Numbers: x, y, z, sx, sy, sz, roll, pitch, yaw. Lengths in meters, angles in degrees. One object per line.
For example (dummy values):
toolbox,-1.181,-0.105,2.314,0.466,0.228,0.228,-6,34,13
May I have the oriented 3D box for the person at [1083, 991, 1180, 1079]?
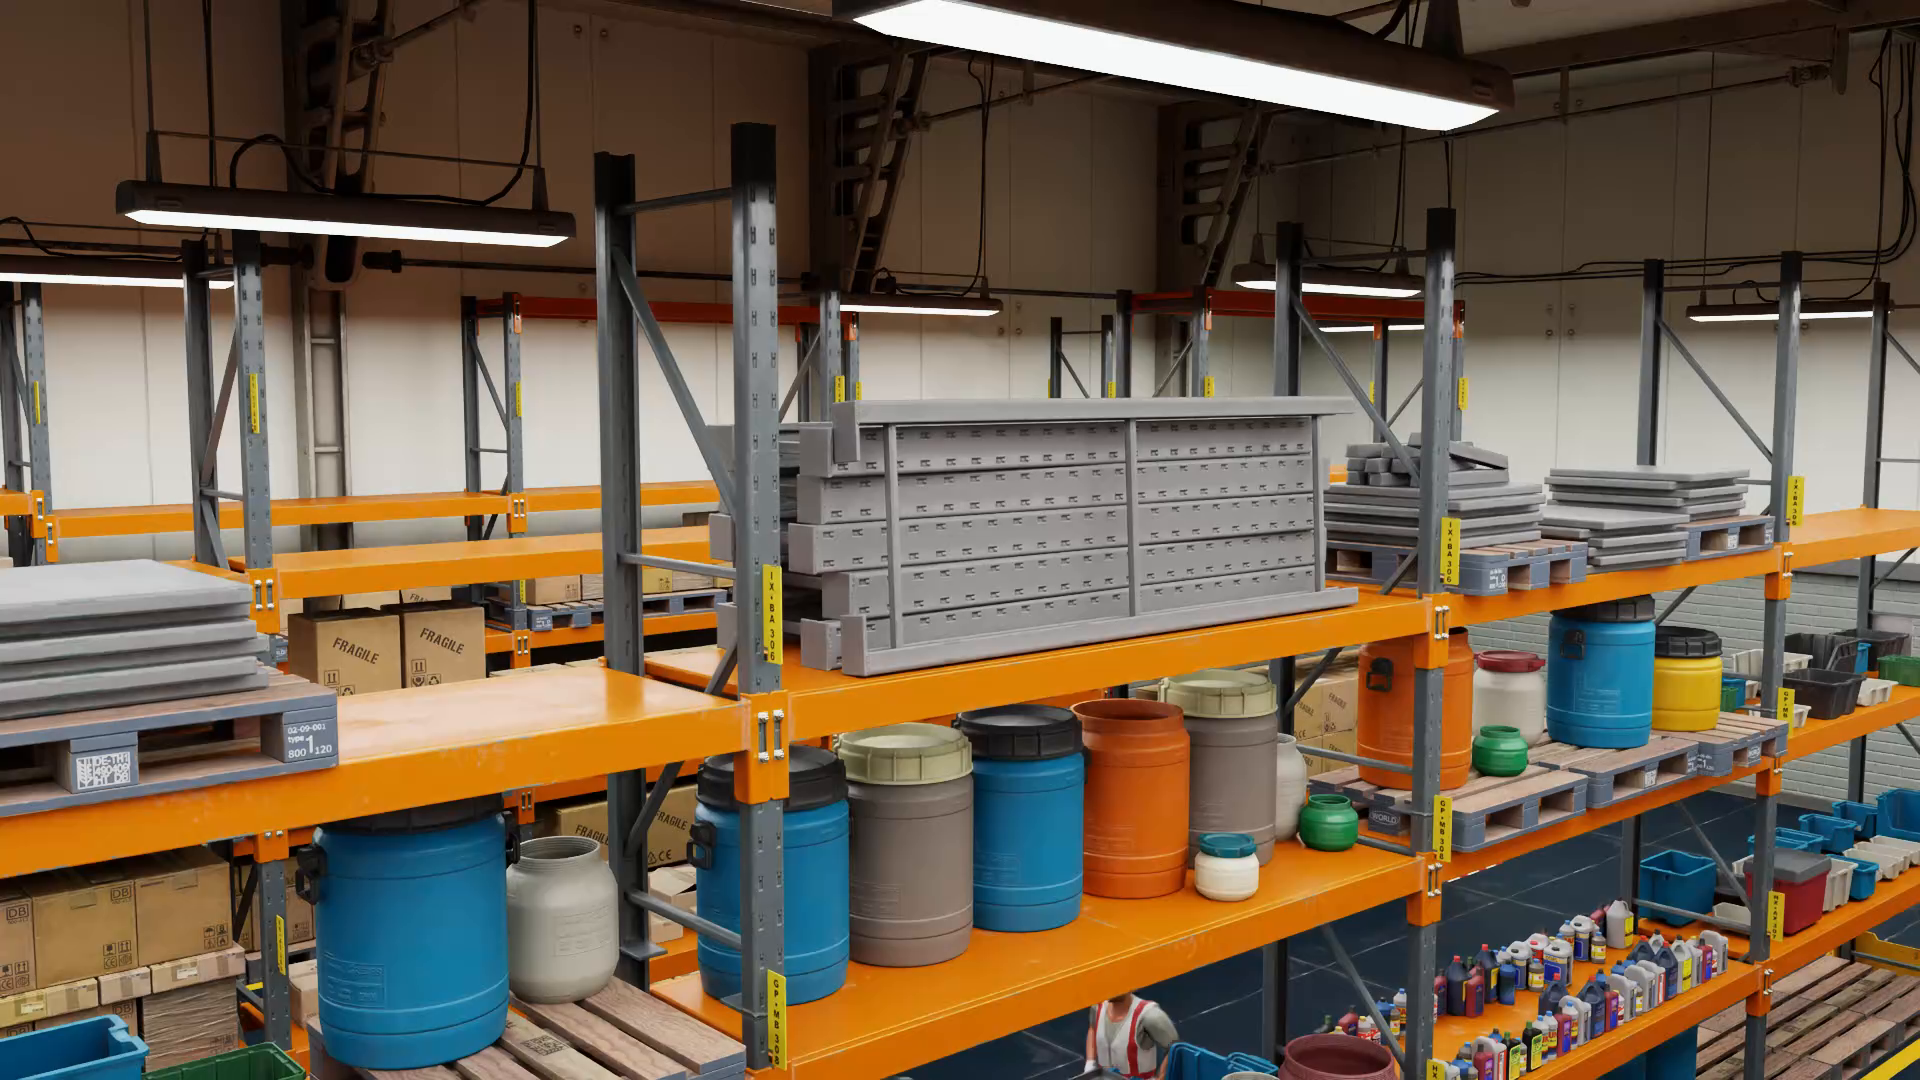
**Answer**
person,1.033,3.350,10.097,0.684,1.757,0.777,5,8,44
